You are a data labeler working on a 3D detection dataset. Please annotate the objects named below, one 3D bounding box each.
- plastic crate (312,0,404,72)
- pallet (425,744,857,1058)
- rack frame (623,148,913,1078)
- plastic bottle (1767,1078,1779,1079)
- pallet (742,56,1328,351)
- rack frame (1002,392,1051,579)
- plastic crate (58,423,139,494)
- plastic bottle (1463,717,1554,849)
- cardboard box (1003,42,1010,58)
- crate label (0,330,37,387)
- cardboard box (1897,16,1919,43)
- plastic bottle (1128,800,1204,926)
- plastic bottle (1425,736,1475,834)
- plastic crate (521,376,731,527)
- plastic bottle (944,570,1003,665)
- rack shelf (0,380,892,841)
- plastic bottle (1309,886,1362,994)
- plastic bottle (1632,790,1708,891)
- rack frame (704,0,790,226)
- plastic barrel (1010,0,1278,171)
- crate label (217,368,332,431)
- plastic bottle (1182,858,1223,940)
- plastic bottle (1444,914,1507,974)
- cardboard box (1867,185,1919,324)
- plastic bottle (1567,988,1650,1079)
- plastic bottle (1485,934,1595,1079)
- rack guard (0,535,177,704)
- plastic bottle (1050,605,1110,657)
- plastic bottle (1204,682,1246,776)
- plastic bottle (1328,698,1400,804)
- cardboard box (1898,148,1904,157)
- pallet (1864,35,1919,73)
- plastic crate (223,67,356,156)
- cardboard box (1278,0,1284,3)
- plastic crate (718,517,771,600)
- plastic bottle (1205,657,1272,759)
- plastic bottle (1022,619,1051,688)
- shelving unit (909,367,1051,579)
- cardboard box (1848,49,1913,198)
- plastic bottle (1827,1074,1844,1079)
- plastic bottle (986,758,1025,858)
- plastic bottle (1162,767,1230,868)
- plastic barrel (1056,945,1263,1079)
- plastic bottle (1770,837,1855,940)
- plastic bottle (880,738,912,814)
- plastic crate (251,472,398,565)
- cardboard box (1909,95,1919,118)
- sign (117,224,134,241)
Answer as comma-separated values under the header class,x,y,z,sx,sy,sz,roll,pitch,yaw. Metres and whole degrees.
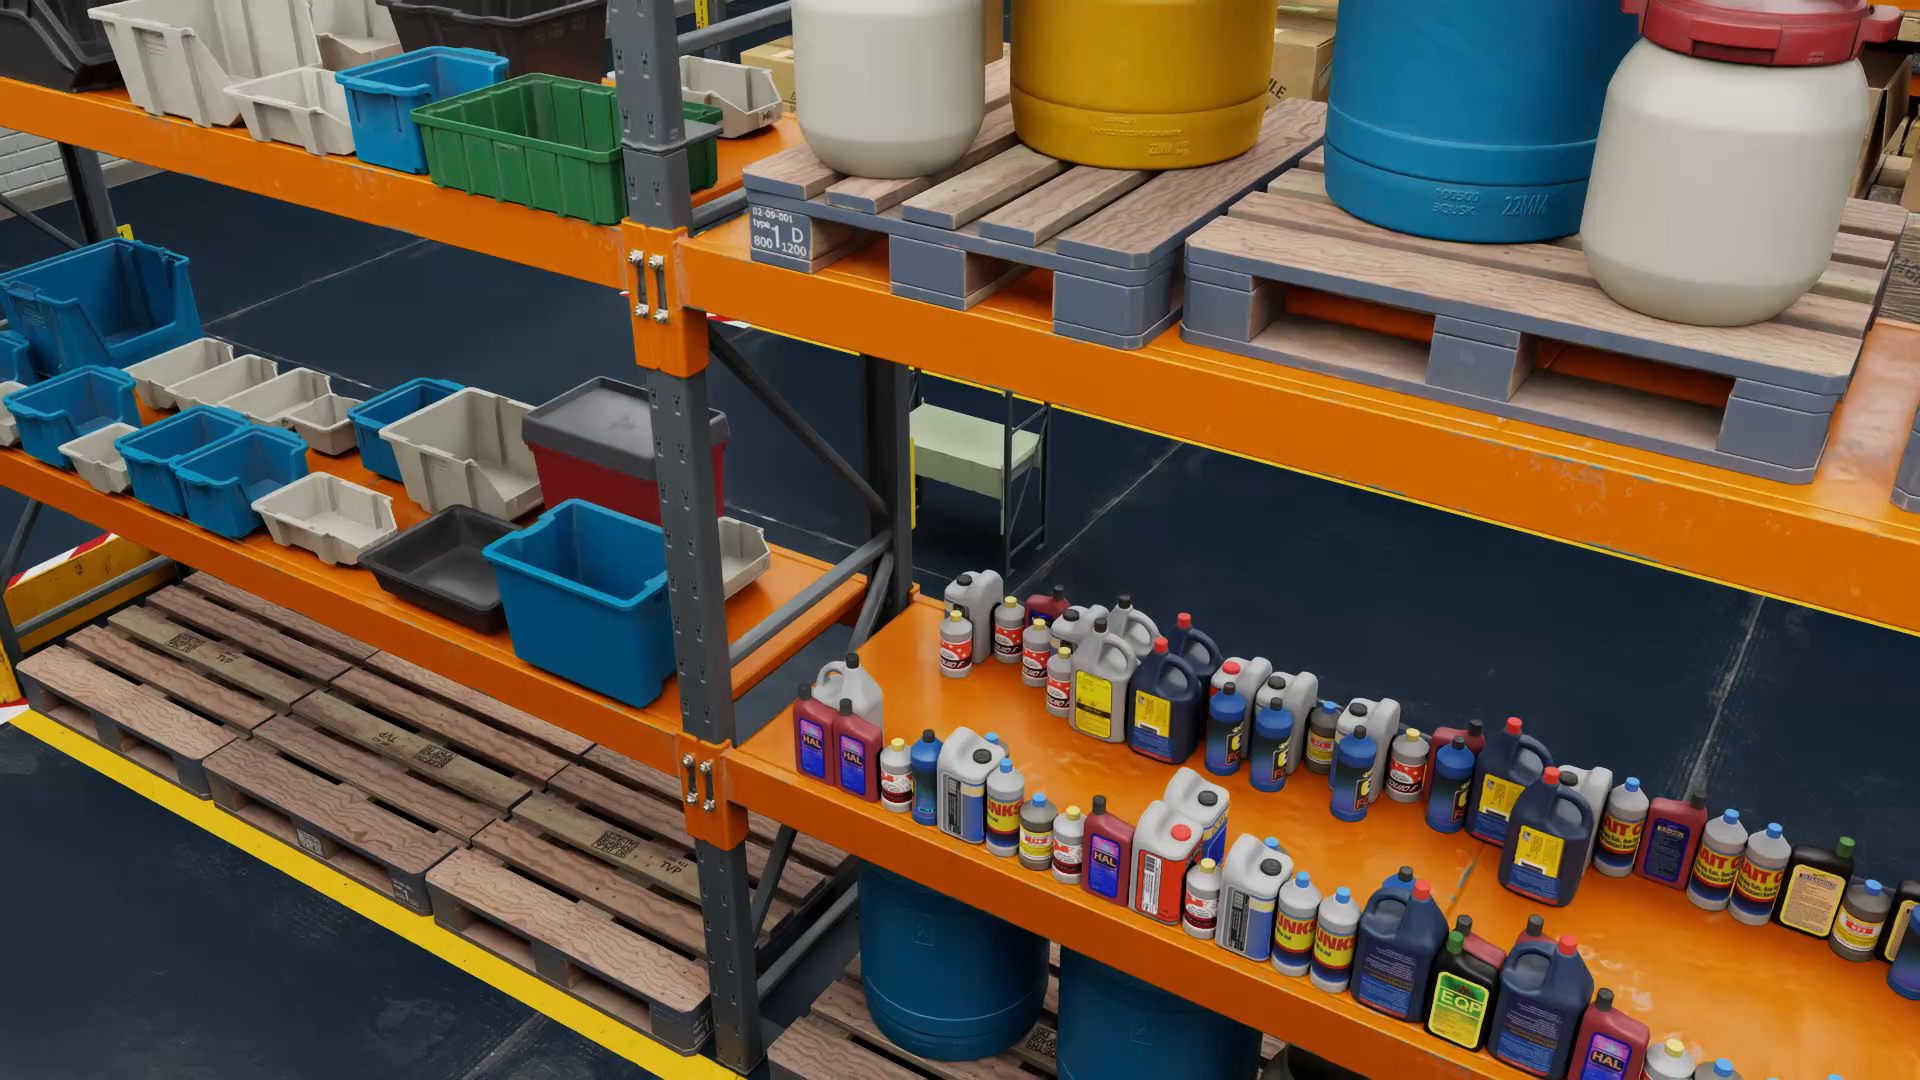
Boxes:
class,x,y,z,sx,sy,sz,roll,pitch,yaw
plastic crate,-1.973,-1.614,5.325,0.530,0.136,0.437,18,35,27
pallet,-1.111,1.216,5.957,1.213,0.211,1.003,18,35,27
rack frame,-0.467,0.192,4.945,0.127,3.000,1.000,18,35,27
plastic bottle,1.656,1.192,3.427,0.097,0.201,0.097,0,30,0
pallet,0.249,-0.854,3.948,1.003,0.211,1.213,18,35,27
rack frame,0.316,-0.548,7.701,0.023,1.500,0.400,18,35,27
plastic crate,-3.019,-0.282,5.959,0.298,0.136,0.250,18,35,27
plastic bottle,1.418,0.615,4.269,0.185,0.351,0.144,18,35,27
cardboard box,0.190,-2.769,9.873,0.500,0.250,0.500,16,34,26
crate label,-3.821,-0.627,6.454,0.303,0.233,0.416,18,35,27
cardboard box,6.298,-3.367,10.877,0.250,0.149,0.380,16,34,25
plastic bottle,0.507,0.780,4.060,0.135,0.276,0.152,18,35,27
plastic bottle,1.279,0.627,4.326,0.097,0.271,0.097,0,30,0
plastic crate,-1.090,-0.208,5.507,0.583,0.464,0.402,18,35,27
plastic bottle,0.039,0.213,5.032,0.135,0.276,0.152,18,35,27
rack shelf,-2.161,-0.033,6.044,4.000,0.370,1.077,18,35,27
plastic bottle,0.869,0.913,3.836,0.097,0.271,0.097,0,30,0
plastic bottle,1.772,0.731,4.137,0.133,0.283,0.061,18,35,27
rack frame,-1.222,-2.994,10.405,0.127,3.000,1.000,18,35,27
plastic barrel,0.414,-1.209,3.765,0.600,0.588,0.600,0,30,0
crate label,-2.581,-0.503,6.337,0.243,0.136,0.396,18,35,27
plastic bottle,0.590,0.855,4.005,0.097,0.201,0.097,0,30,0
plastic bottle,1.146,0.970,3.727,0.133,0.283,0.061,18,35,27
cardboard box,4.143,-1.194,7.221,0.500,0.500,0.500,16,34,26
plastic bottle,1.383,1.081,3.536,0.133,0.283,0.061,18,35,27
plastic bottle,1.271,0.992,3.622,0.185,0.351,0.144,18,35,27
rack guard,-3.882,0.199,7.413,0.348,0.500,1.175,18,35,27
plastic bottle,0.348,0.311,4.864,0.135,0.276,0.152,18,35,27
plastic bottle,0.725,0.506,4.534,0.097,0.271,0.097,0,30,0
plastic bottle,1.085,0.544,4.464,0.135,0.276,0.152,18,35,27
cardboard box,6.273,-2.527,11.669,0.500,0.500,0.500,18,35,28
pallet,6.578,-3.371,11.241,1.213,0.211,1.003,18,35,27
plastic crate,-1.747,-1.168,4.561,0.466,0.136,0.293,18,35,27
cardboard box,1.483,-2.683,8.981,0.500,0.500,0.500,18,35,27
plastic crate,-0.785,0.094,5.314,0.243,0.136,0.396,18,35,27
plastic bottle,0.775,0.446,4.632,0.135,0.276,0.152,18,35,27
plastic bottle,0.232,0.326,4.911,0.097,0.201,0.097,0,30,0
shelving unit,0.006,-0.646,7.869,0.755,1.500,0.431,18,35,27
cardboard box,3.821,-1.883,7.405,0.637,0.503,0.797,19,35,29
plastic bottle,1.738,1.188,3.365,0.097,0.271,0.097,0,30,0
plastic bottle,0.116,0.675,4.245,0.097,0.271,0.097,0,30,0
plastic bottle,0.587,0.715,4.171,0.135,0.276,0.152,18,35,27
plastic barrel,0.584,1.259,4.780,0.708,0.901,0.600,18,35,27
plastic bottle,2.050,0.819,3.986,0.133,0.283,0.061,18,35,27
plastic bottle,-0.163,0.617,4.413,0.097,0.201,0.097,0,30,0
plastic crate,-2.102,-0.059,5.576,0.466,0.136,0.293,18,35,27
cardboard box,6.537,-3.067,11.850,0.500,0.250,0.500,16,34,25
sign,-3.576,-1.190,7.150,0.005,0.325,0.100,18,35,27
